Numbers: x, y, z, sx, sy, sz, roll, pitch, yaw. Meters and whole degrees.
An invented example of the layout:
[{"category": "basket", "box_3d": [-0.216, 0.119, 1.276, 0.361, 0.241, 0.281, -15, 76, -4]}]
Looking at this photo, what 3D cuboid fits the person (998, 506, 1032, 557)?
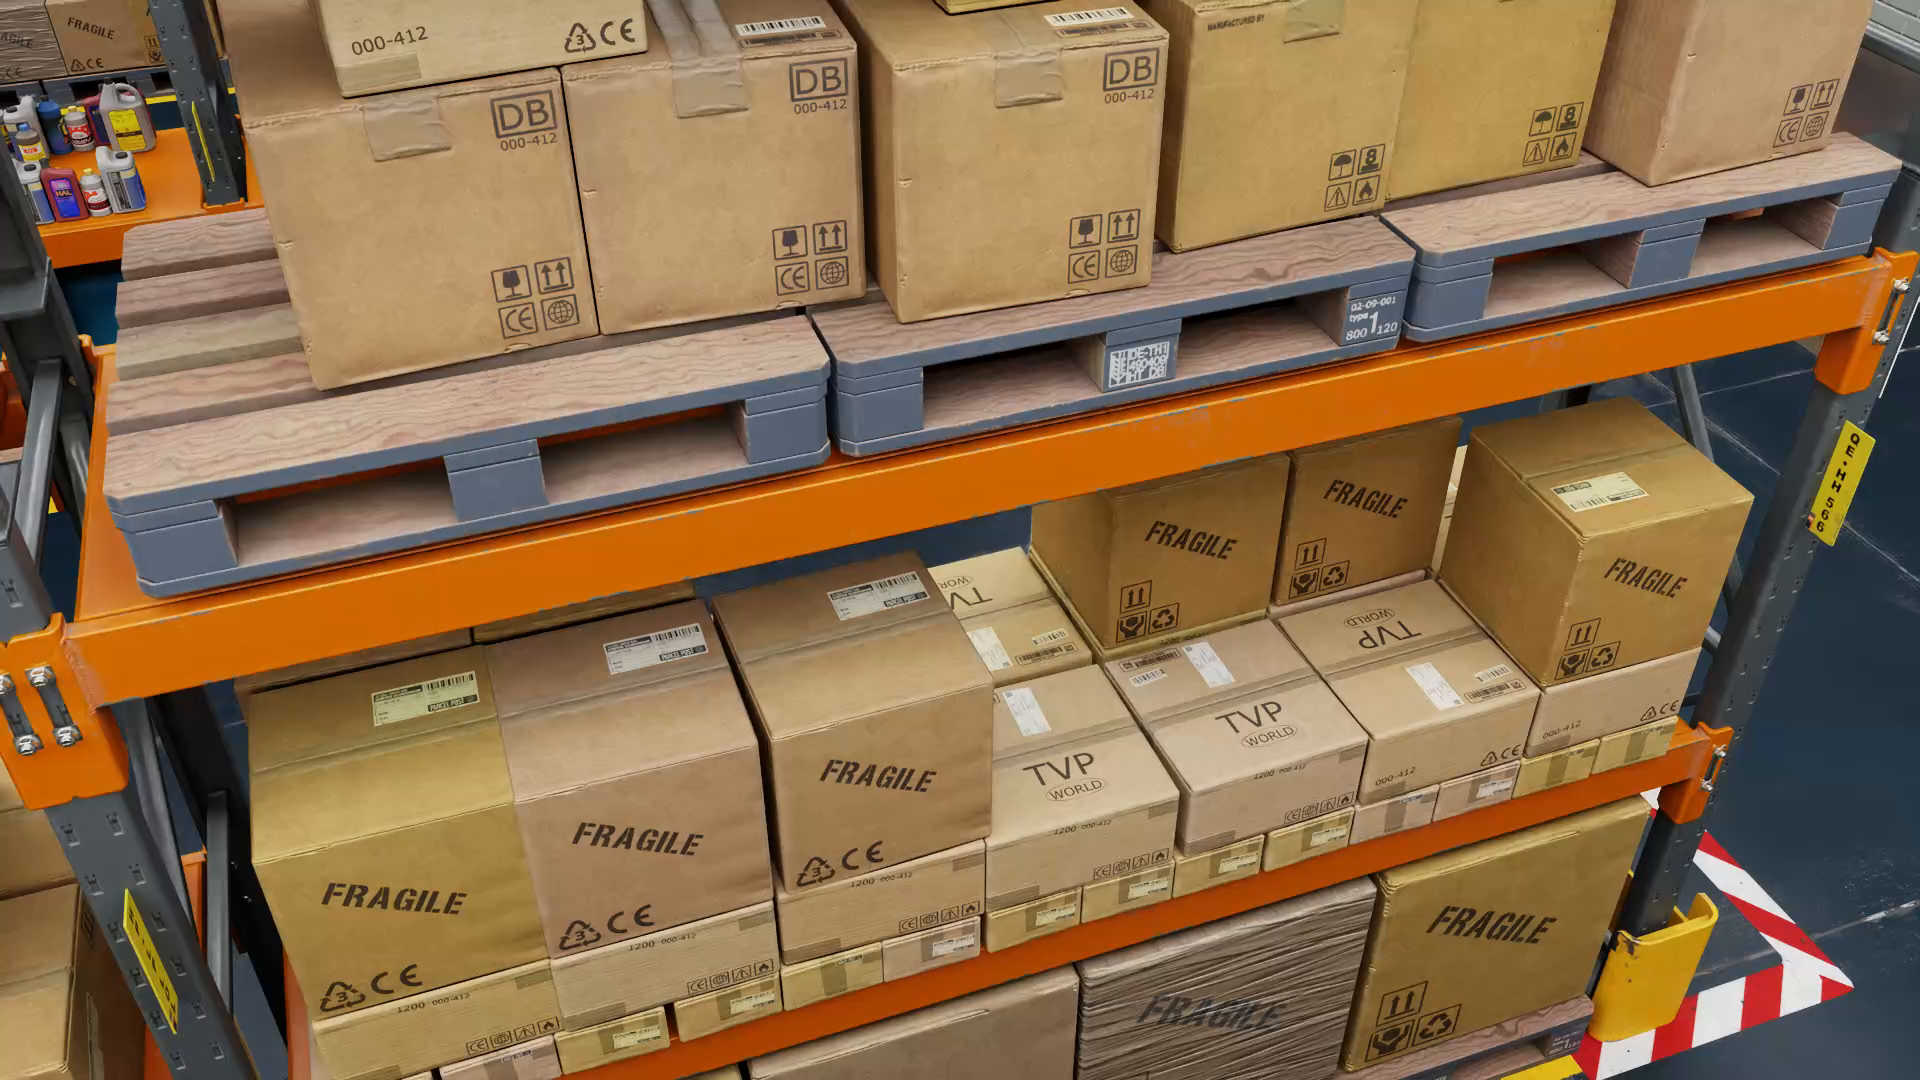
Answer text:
[{"category": "person", "box_3d": [0.636, 0.241, 6.285, 0.994, 1.203, 0.465, -14, 40, -17]}]
